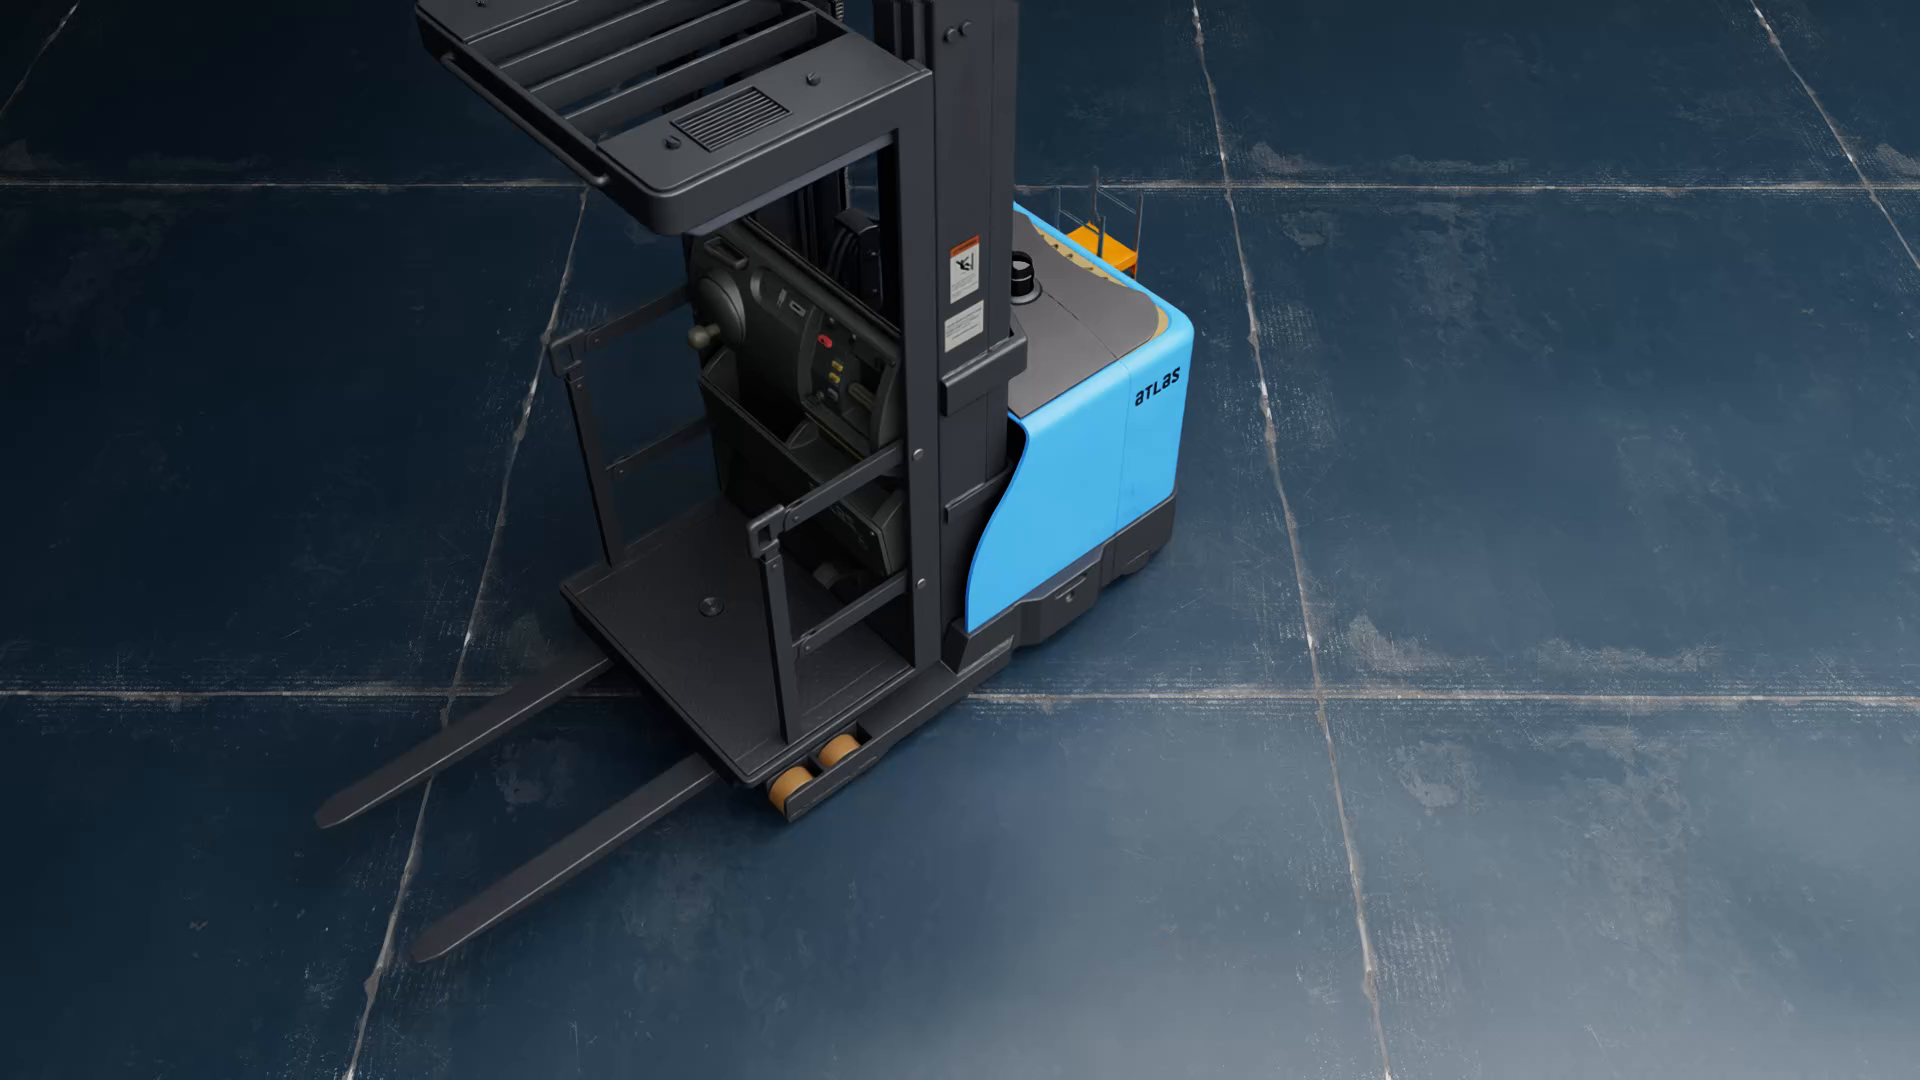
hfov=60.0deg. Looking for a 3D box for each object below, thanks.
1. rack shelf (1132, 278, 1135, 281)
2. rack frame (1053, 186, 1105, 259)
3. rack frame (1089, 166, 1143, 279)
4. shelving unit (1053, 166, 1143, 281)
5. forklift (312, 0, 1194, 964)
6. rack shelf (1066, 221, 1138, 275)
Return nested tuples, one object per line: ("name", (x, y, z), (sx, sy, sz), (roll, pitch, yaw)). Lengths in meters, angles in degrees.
("rack shelf", (0.480, -0.927, 6.026), (0.180, 0.103, 0.258), (-33, 55, -27))
("rack frame", (0.411, -0.749, 6.127), (0.006, 1.200, 0.240), (-33, 55, -27))
("rack frame", (0.548, -0.838, 6.210), (0.006, 1.200, 0.240), (-33, 55, -27))
("shelving unit", (0.480, -0.793, 6.169), (0.189, 1.200, 0.258), (-33, 55, -27))
("forklift", (-0.651, -0.537, 4.748), (3.031, 2.935, 1.130), (-33, 55, -27))
("rack shelf", (0.480, -1.008, 5.938), (0.180, 0.103, 0.258), (-33, 55, -27))
